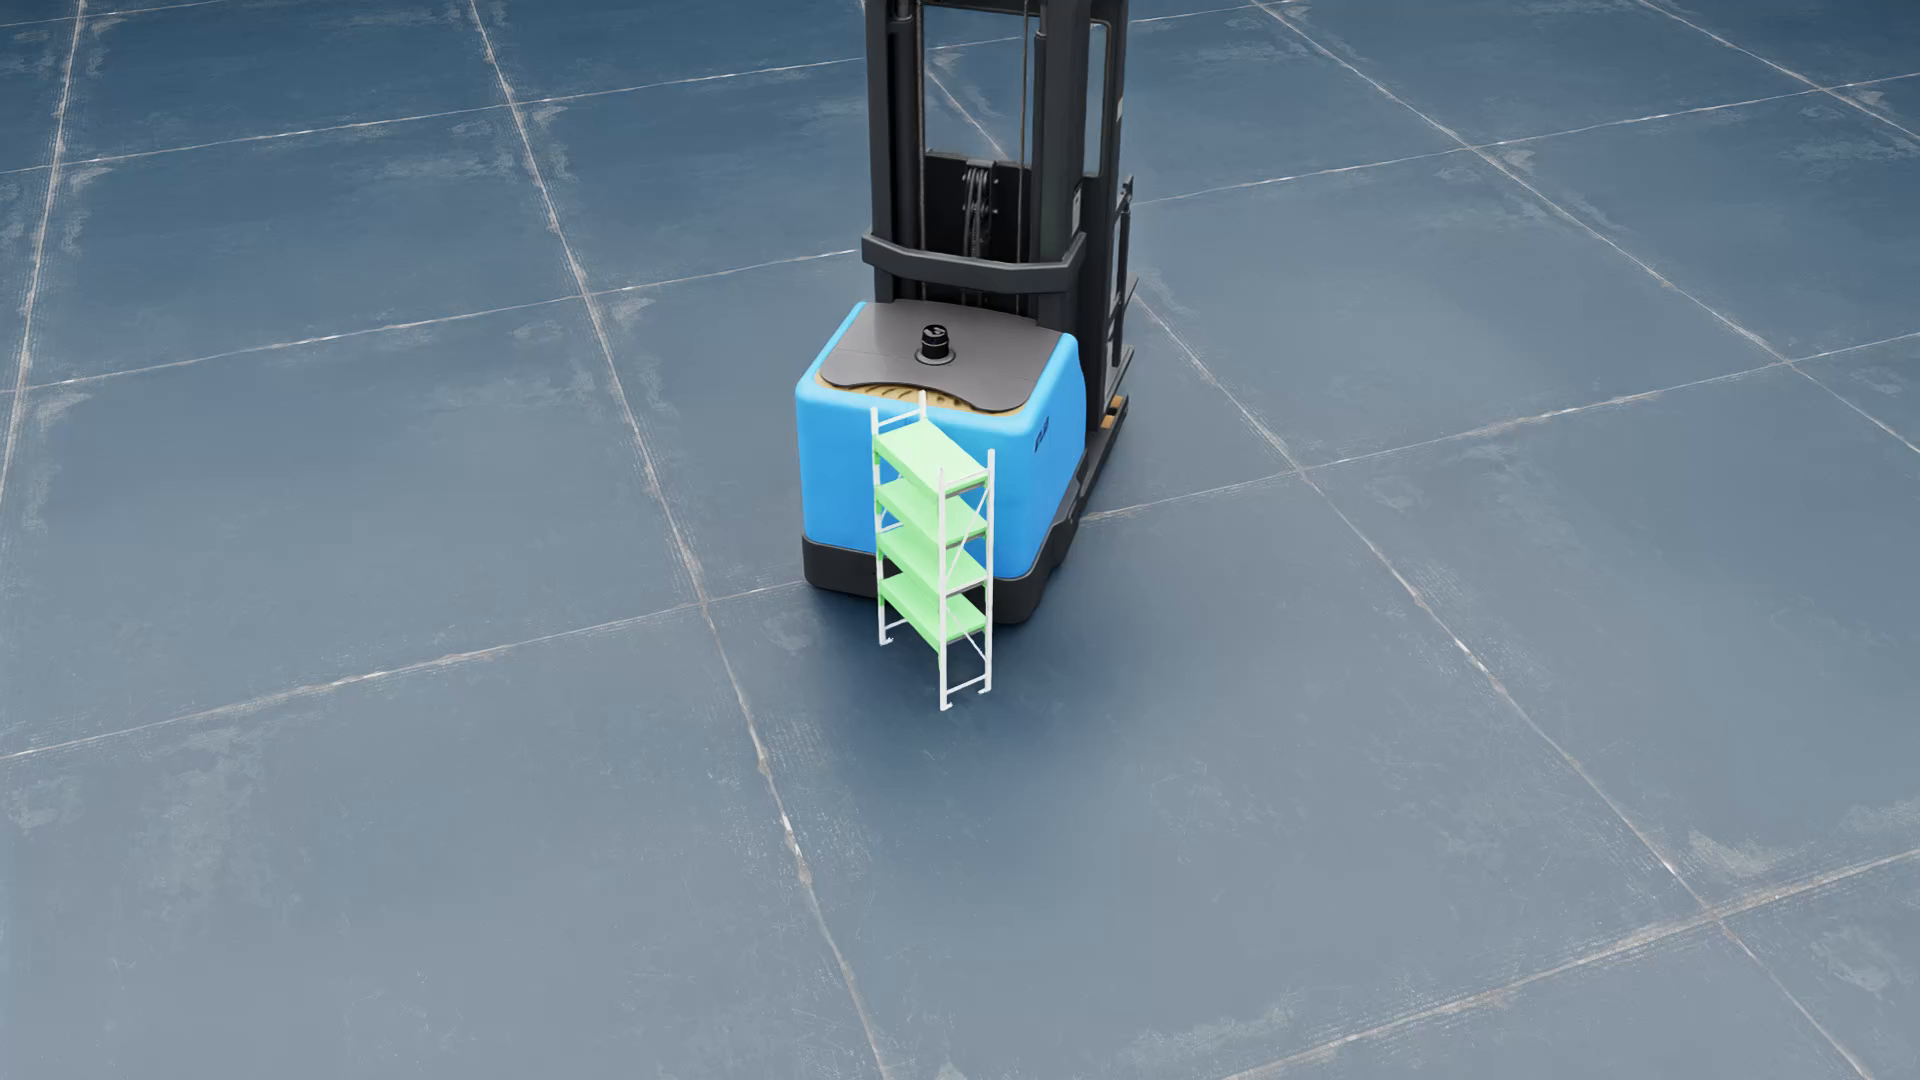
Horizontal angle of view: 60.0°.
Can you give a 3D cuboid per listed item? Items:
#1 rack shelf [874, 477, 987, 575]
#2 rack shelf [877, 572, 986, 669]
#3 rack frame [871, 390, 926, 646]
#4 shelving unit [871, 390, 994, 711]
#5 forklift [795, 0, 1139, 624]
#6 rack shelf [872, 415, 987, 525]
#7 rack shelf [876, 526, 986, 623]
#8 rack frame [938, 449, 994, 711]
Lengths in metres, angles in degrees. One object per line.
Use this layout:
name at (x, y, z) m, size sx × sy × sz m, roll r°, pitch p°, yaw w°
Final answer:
rack shelf at (-0.108, -0.084, 6.571) m, size 0.258 × 0.148 × 0.480 m, roll -21°, pitch 42°, yaw -26°
rack shelf at (-0.108, 0.300, 6.860) m, size 0.258 × 0.148 × 0.480 m, roll -21°, pitch 42°, yaw -26°
rack frame at (-0.240, -0.066, 6.841) m, size 0.240 × 1.200 × 0.015 m, roll -21°, pitch 42°, yaw -26°
shelving unit at (-0.108, 0.057, 6.677) m, size 0.258 × 1.200 × 0.503 m, roll -21°, pitch 42°, yaw -26°
forklift at (0.230, -1.698, 7.568) m, size 1.130 × 2.935 × 3.031 m, roll 11°, pitch 38°, yaw 14°
rack shelf at (-0.108, -0.275, 6.427) m, size 0.258 × 0.148 × 0.480 m, roll -21°, pitch 42°, yaw -26°
rack shelf at (-0.108, 0.108, 6.716) m, size 0.258 × 0.148 × 0.480 m, roll -21°, pitch 42°, yaw -26°
rack frame at (0.024, 0.180, 6.513) m, size 0.240 × 1.200 × 0.015 m, roll -21°, pitch 42°, yaw -26°
